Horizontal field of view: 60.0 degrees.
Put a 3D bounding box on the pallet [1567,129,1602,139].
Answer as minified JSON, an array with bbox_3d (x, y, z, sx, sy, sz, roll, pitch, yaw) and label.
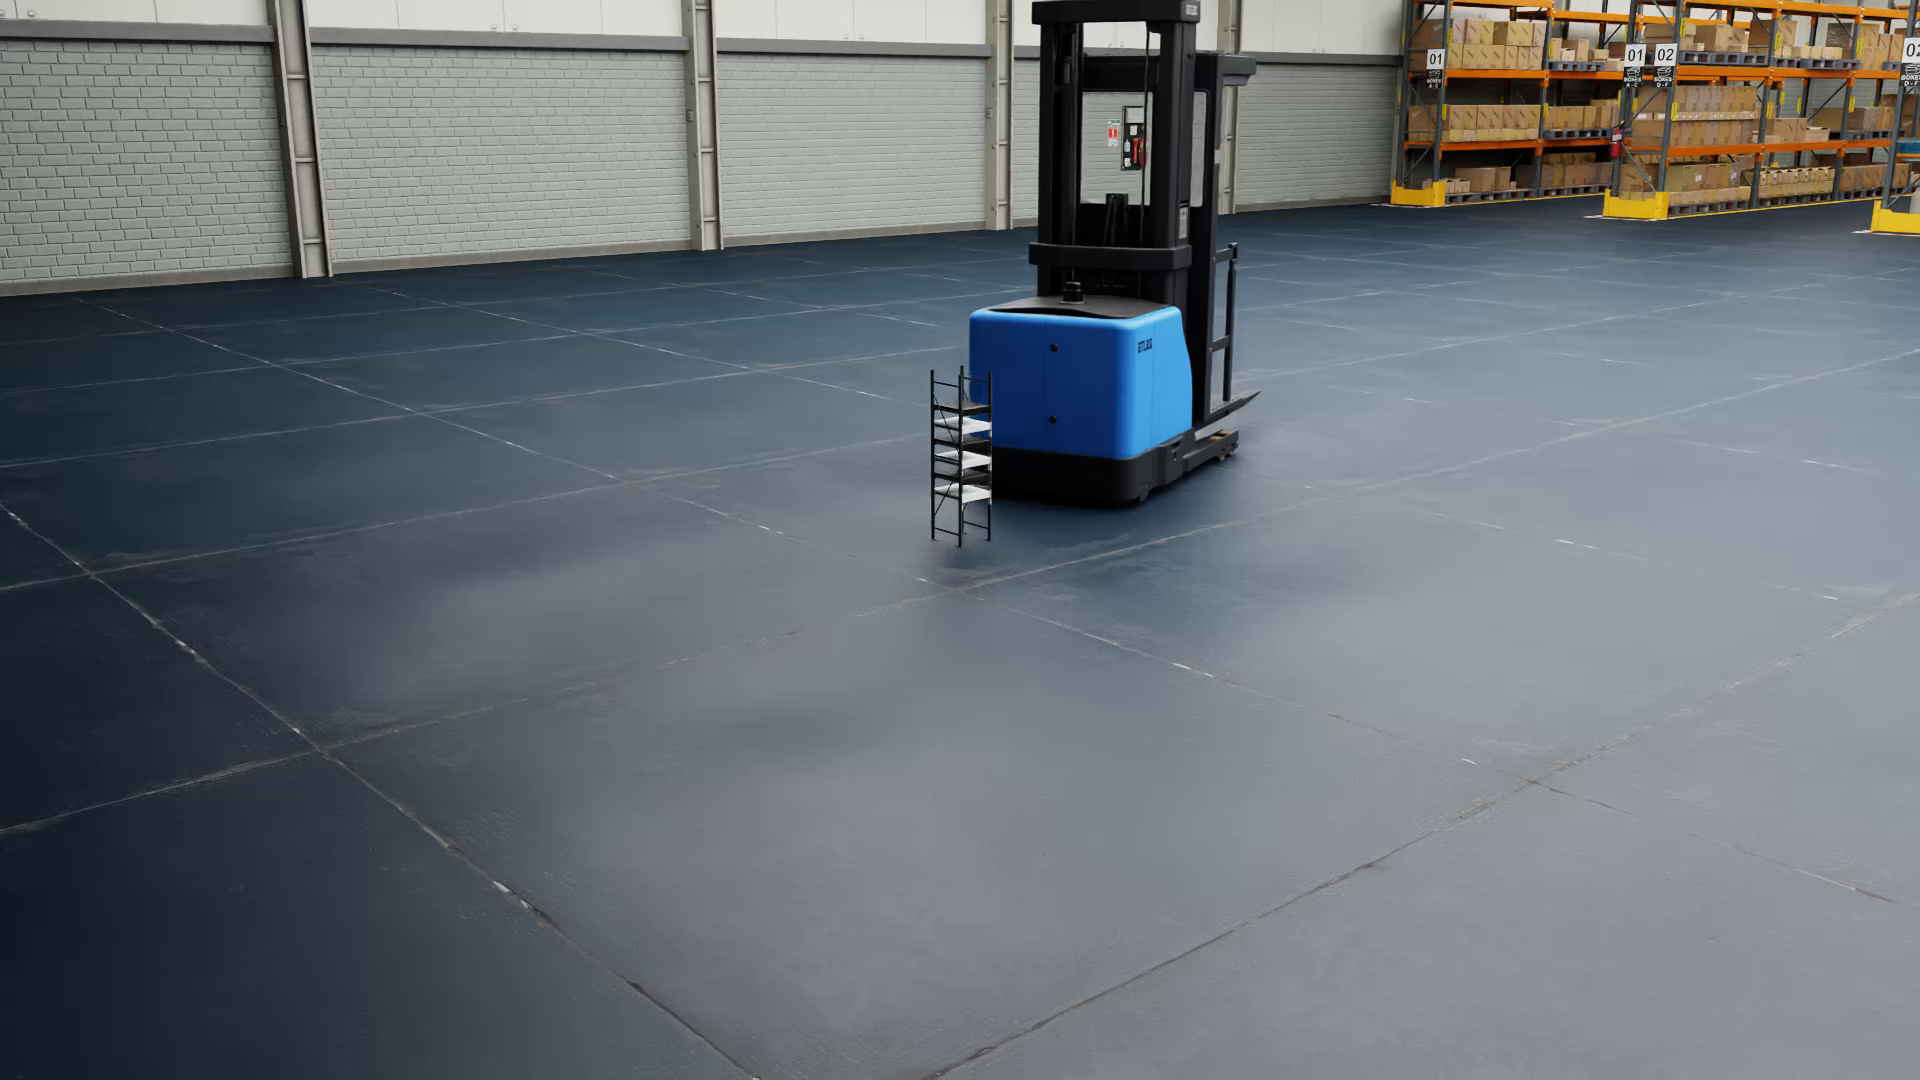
[{"bbox_3d":[14.338,-9.565,39.116,1.213,0.211,1.003,-13,19,-39],"label":"pallet"}]

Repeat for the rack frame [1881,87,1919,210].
[{"bbox_3d":[16.272,-6.717,28.083,0.127,3.000,1.000,-13,19,-39],"label":"rack frame"}]

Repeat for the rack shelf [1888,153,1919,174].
[{"bbox_3d":[17.781,-6.708,29.444,4.000,0.370,1.077,-13,19,-39],"label":"rack shelf"}]

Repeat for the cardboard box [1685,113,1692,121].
[{"bbox_3d":[13.848,-8.155,32.017,0.250,0.149,0.380,-13,19,-39],"label":"cardboard box"}]

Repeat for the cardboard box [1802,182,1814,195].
[{"bbox_3d":[18.054,-7.602,35.912,0.500,0.250,0.500,-12,19,-38],"label":"cardboard box"}]

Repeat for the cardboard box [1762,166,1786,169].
[{"bbox_3d":[17.694,-7.974,36.218,0.500,0.311,0.500,-13,20,-41],"label":"cardboard box"}]

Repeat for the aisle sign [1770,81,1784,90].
[{"bbox_3d":[22.090,-12.565,44.942,0.004,0.787,0.394,-13,19,-39],"label":"aisle sign"}]

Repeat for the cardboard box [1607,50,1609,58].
[{"bbox_3d":[15.110,-11.430,39.685,0.500,0.500,0.500,-13,19,-39],"label":"cardboard box"}]

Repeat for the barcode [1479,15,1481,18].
[{"bbox_3d":[11.456,-11.538,36.640,0.075,0.075,0.001,-13,19,-39],"label":"barcode"}]

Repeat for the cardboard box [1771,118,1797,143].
[{"bbox_3d":[17.407,-8.708,35.346,0.500,0.500,0.500,-13,19,-39],"label":"cardboard box"}]

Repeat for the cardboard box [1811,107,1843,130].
[{"bbox_3d":[19.460,-9.417,37.183,0.700,0.500,0.500,8,17,28],"label":"cardboard box"}]

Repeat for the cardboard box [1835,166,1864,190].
[{"bbox_3d":[19.981,-8.153,37.451,0.500,0.500,0.500,-14,20,-41],"label":"cardboard box"}]

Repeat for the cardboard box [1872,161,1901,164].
[{"bbox_3d":[22.320,-8.871,40.140,0.500,0.500,0.500,-13,19,-39],"label":"cardboard box"}]

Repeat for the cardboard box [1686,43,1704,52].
[{"bbox_3d":[14.027,-9.445,31.886,0.250,0.149,0.380,-13,19,-39],"label":"cardboard box"}]

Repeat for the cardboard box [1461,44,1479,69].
[{"bbox_3d":[10.614,-10.244,35.245,0.500,0.500,0.500,-11,19,-36],"label":"cardboard box"}]

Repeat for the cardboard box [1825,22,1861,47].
[{"bbox_3d":[19.392,-11.090,36.512,0.500,0.500,0.500,-13,19,-39],"label":"cardboard box"}]

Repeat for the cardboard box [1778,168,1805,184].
[{"bbox_3d":[17.675,-7.787,35.517,0.500,0.311,0.500,-12,19,-38],"label":"cardboard box"}]

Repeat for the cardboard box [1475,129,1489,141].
[{"bbox_3d":[11.116,-8.779,36.056,0.500,0.250,0.500,-13,20,-40],"label":"cardboard box"}]

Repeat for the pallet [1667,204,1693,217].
[{"bbox_3d":[13.573,-6.472,32.571,1.213,0.211,1.003,-13,19,-39],"label":"pallet"}]

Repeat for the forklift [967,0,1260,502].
[{"bbox_3d":[1.158,-1.963,10.418,1.130,2.935,3.031,8,17,26],"label":"forklift"}]

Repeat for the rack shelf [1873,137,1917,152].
[{"bbox_3d":[23.585,-9.706,40.667,4.000,0.370,1.077,-13,19,-39],"label":"rack shelf"}]

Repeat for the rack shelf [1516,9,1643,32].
[{"bbox_3d":[14.295,-12.019,38.479,4.000,0.370,1.077,-13,19,-39],"label":"rack shelf"}]

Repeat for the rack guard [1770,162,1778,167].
[{"bbox_3d":[21.857,-10.152,45.788,0.348,0.500,1.175,-13,19,-39],"label":"rack guard"}]

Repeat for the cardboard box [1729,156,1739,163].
[{"bbox_3d":[20.223,-9.951,44.222,0.500,0.500,0.700,-12,19,-38],"label":"cardboard box"}]

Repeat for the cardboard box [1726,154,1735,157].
[{"bbox_3d":[20.225,-10.204,43.913,0.250,0.149,0.380,-13,20,-41],"label":"cardboard box"}]

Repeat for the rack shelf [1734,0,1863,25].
[{"bbox_3d":[17.550,-11.056,34.871,4.000,0.370,1.077,-13,19,-39],"label":"rack shelf"}]

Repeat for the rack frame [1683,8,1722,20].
[{"bbox_3d":[18.822,-13.577,42.139,0.127,3.000,1.000,-13,19,-39],"label":"rack frame"}]

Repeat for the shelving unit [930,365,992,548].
[{"bbox_3d":[0.006,-0.436,8.639,0.210,0.900,0.258,-13,20,-39],"label":"shelving unit"}]

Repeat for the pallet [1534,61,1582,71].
[{"bbox_3d":[13.322,-10.765,37.791,1.003,0.211,1.213,-13,19,-39],"label":"pallet"}]

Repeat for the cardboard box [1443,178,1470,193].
[{"bbox_3d":[10.780,-7.755,36.328,0.500,0.311,0.500,-11,18,-35],"label":"cardboard box"}]

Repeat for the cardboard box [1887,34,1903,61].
[{"bbox_3d":[21.159,-11.274,38.132,0.600,0.600,0.600,-13,20,-40],"label":"cardboard box"}]

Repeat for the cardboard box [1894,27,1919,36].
[{"bbox_3d":[22.418,-11.785,39.113,0.500,0.500,0.700,-13,19,-39],"label":"cardboard box"}]

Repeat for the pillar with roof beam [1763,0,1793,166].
[{"bbox_3d":[26.134,-14.042,43.881,0.400,9.000,9.100,-13,19,-39],"label":"pillar with roof beam"}]

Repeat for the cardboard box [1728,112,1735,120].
[{"bbox_3d":[15.208,-8.461,33.163,0.250,0.149,0.380,-13,20,-40],"label":"cardboard box"}]

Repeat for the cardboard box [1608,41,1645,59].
[{"bbox_3d":[16.125,-11.802,40.264,0.700,0.500,0.500,14,21,43],"label":"cardboard box"}]

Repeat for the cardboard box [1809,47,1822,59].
[{"bbox_3d":[17.931,-10.342,35.318,0.500,0.250,0.500,-13,20,-40],"label":"cardboard box"}]

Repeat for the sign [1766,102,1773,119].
[{"bbox_3d":[16.407,-8.708,33.707,0.005,0.325,0.100,-13,19,-39],"label":"sign"}]

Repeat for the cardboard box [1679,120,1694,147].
[{"bbox_3d":[13.777,-7.896,32.306,0.500,0.500,0.700,-12,19,-38],"label":"cardboard box"}]

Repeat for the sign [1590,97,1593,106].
[{"bbox_3d":[15.437,-10.667,40.630,0.005,0.325,0.100,-13,19,-39],"label":"sign"}]

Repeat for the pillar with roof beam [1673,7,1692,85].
[{"bbox_3d":[21.608,-13.025,40.076,0.400,9.000,9.100,-13,19,-39],"label":"pillar with roof beam"}]

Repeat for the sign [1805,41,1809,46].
[{"bbox_3d":[18.704,-10.842,36.712,0.005,0.325,0.100,-13,19,-39],"label":"sign"}]

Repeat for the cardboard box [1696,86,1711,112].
[{"bbox_3d":[14.197,-8.618,32.493,0.500,0.500,0.700,-13,19,-39],"label":"cardboard box"}]

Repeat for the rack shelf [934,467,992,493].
[{"bbox_3d":[0.006,-0.317,8.671,0.200,0.077,0.258,-13,20,-39],"label":"rack shelf"}]

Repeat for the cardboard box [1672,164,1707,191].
[{"bbox_3d":[14.319,-7.138,32.722,0.500,0.500,0.500,-13,19,-39],"label":"cardboard box"}]

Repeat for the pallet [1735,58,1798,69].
[{"bbox_3d":[16.698,-9.868,34.438,1.217,0.209,0.805,-14,20,-42],"label":"pallet"}]

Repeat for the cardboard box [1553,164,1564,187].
[{"bbox_3d":[13.688,-8.553,38.949,0.500,0.500,0.700,-13,20,-40],"label":"cardboard box"}]

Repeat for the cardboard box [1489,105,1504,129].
[{"bbox_3d":[11.481,-9.225,36.272,0.500,0.500,0.500,-12,19,-38],"label":"cardboard box"}]

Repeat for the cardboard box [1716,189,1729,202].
[{"bbox_3d":[15.084,-6.942,33.441,0.500,0.250,0.500,-13,19,-39],"label":"cardboard box"}]

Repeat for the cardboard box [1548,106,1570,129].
[{"bbox_3d":[13.619,-9.757,38.417,0.500,0.500,0.700,-10,18,-34],"label":"cardboard box"}]

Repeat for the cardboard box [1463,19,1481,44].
[{"bbox_3d":[10.631,-10.729,35.120,0.500,0.500,0.500,-13,20,-40],"label":"cardboard box"}]
